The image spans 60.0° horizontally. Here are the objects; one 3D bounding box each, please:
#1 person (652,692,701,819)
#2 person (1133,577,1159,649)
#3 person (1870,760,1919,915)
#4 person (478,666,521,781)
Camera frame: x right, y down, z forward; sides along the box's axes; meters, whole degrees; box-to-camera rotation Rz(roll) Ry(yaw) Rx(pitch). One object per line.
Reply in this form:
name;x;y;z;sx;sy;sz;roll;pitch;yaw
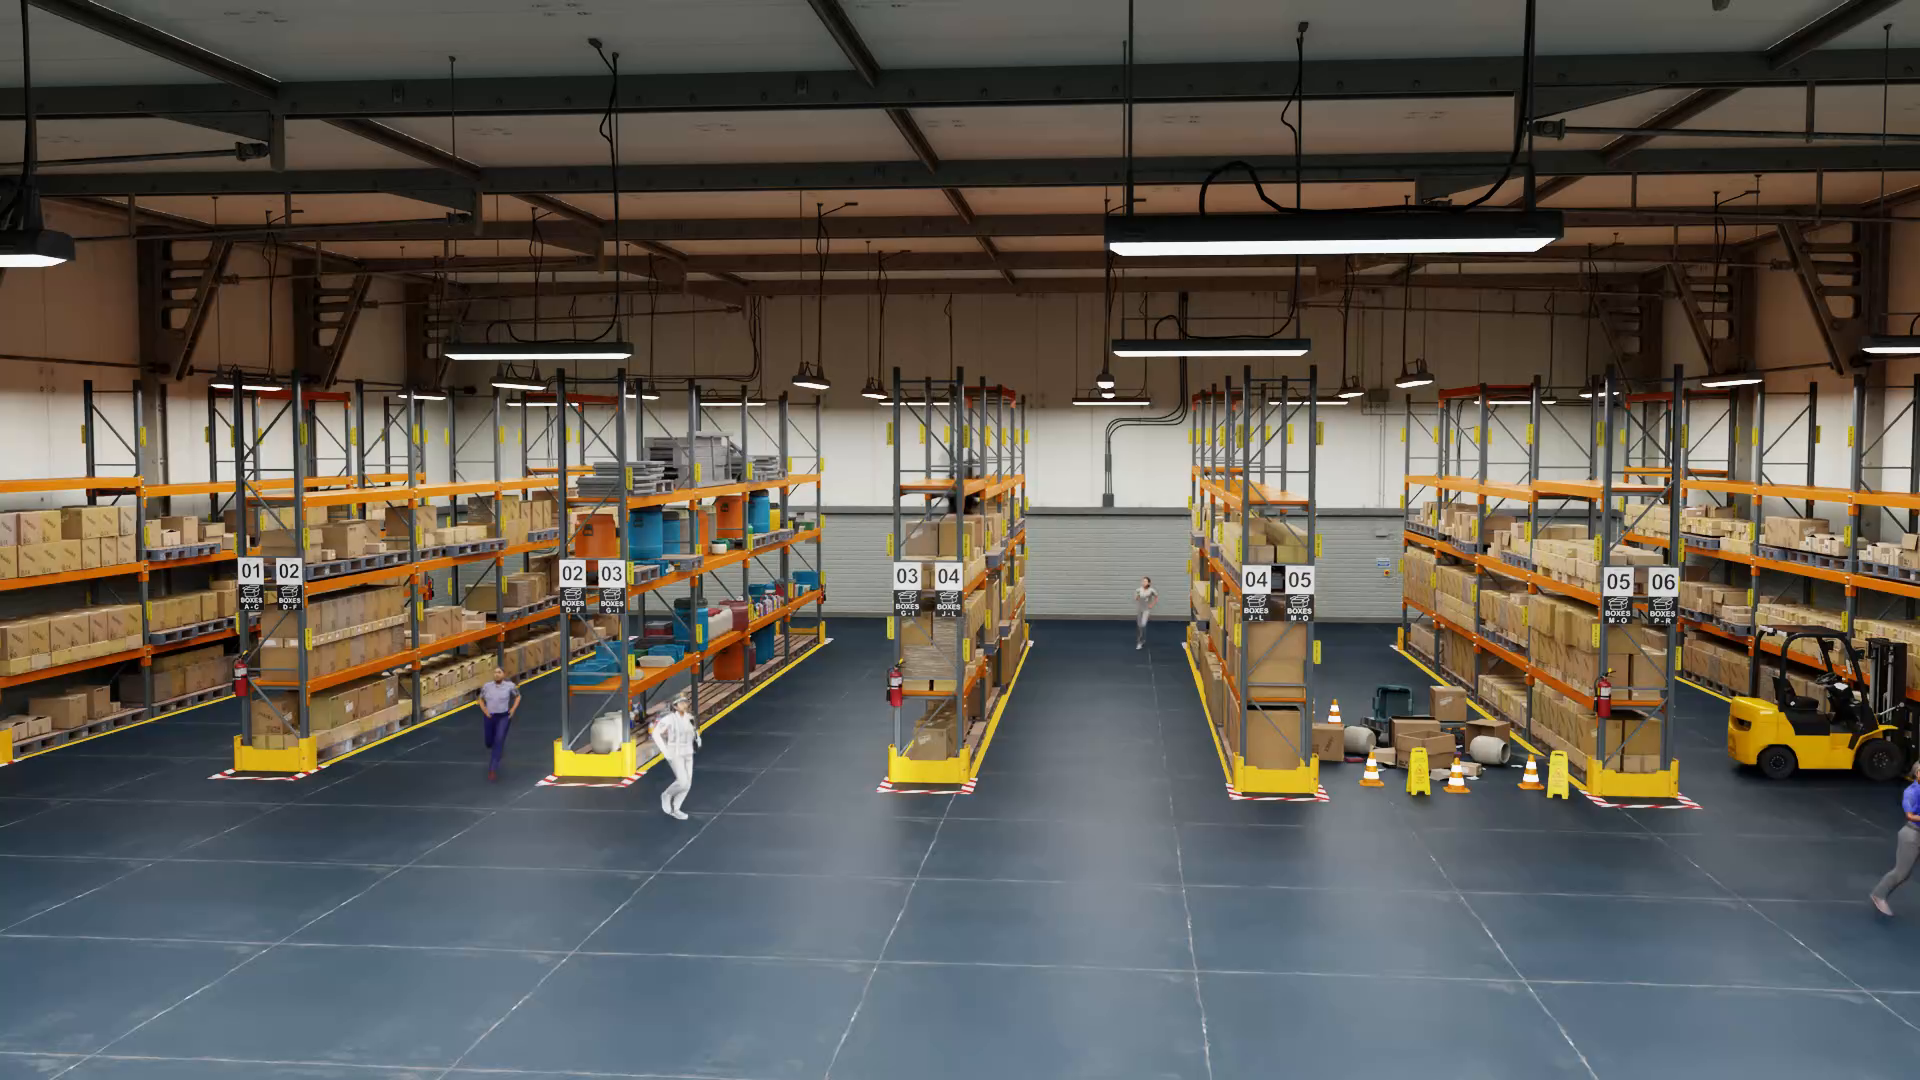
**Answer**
person;-3.634;2.817;21.716;0.510;1.669;0.662;3;5;43
person;4.400;1.725;39.466;0.568;1.722;0.738;2;4;27
person;9.806;3.104;17.092;0.578;1.711;0.817;-2;4;-28
person;-6.855;2.684;24.697;0.602;1.641;1.022;0;4;1
